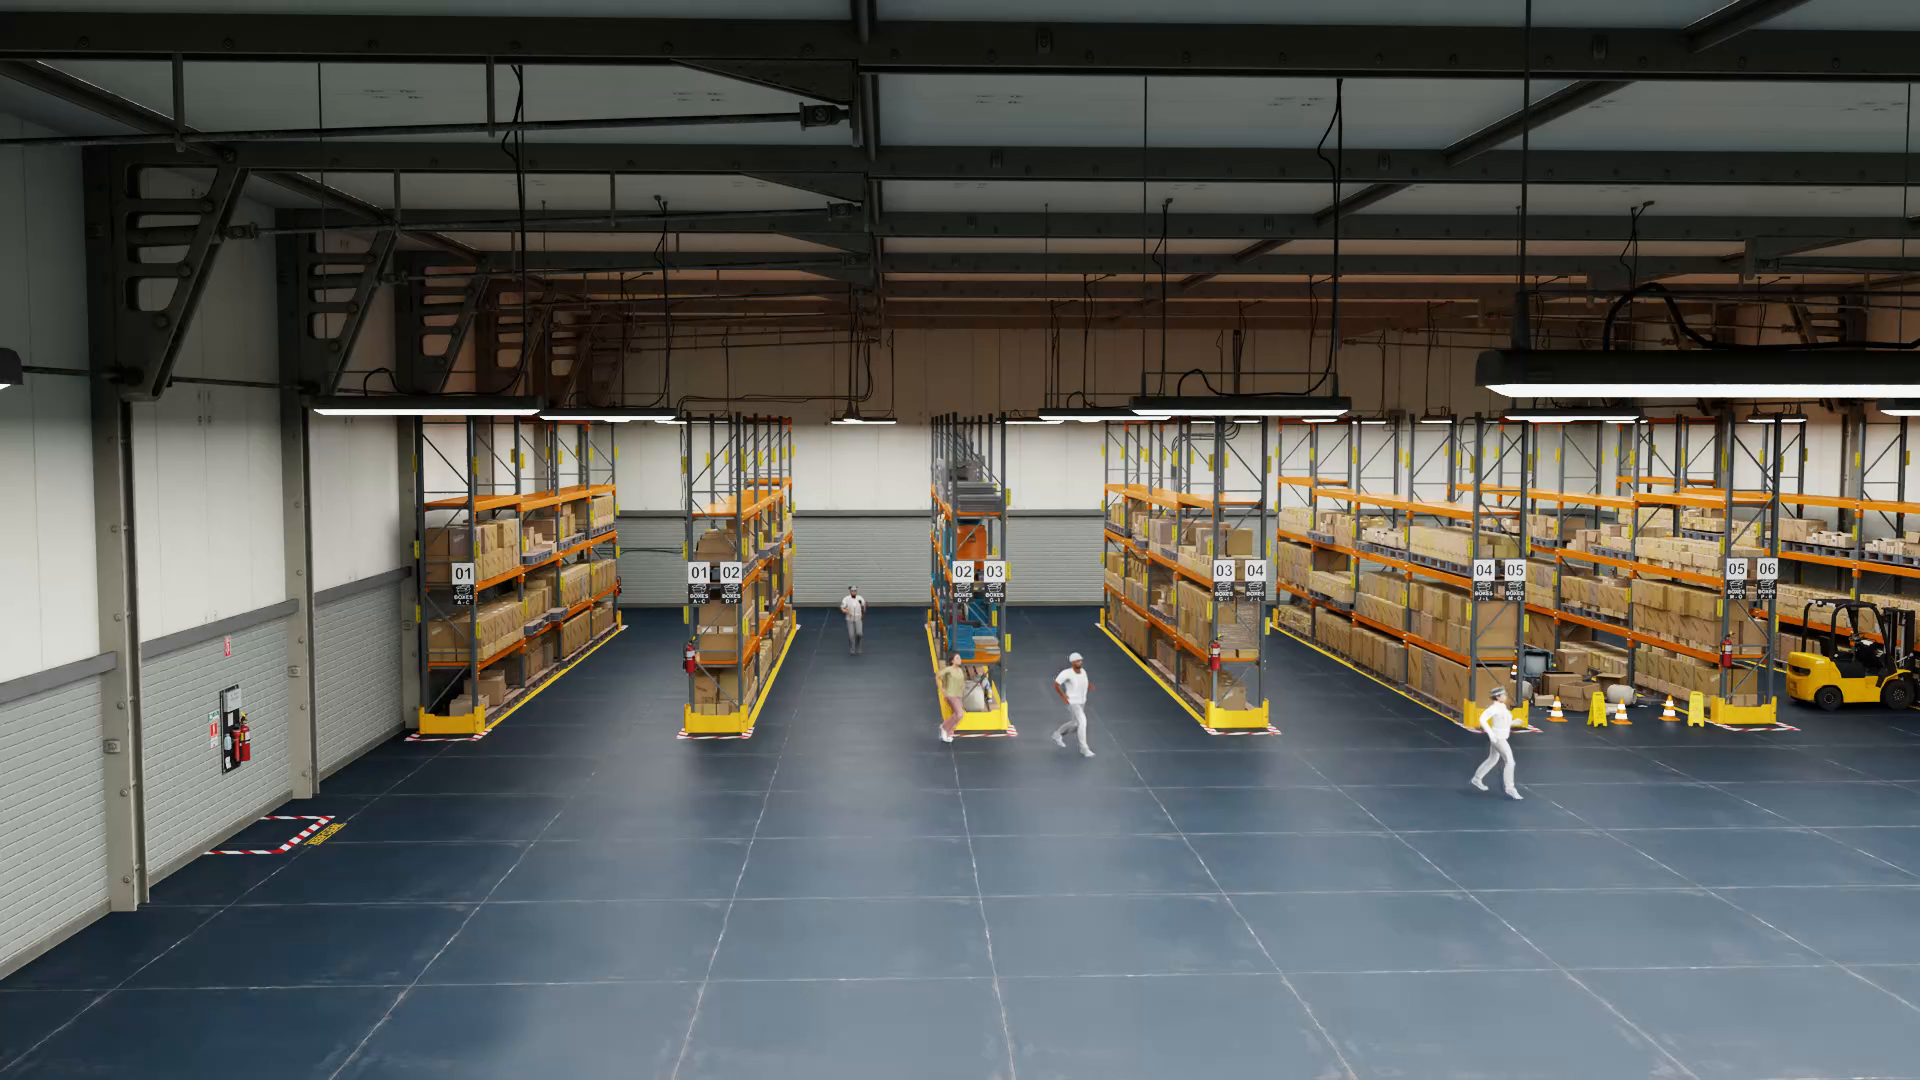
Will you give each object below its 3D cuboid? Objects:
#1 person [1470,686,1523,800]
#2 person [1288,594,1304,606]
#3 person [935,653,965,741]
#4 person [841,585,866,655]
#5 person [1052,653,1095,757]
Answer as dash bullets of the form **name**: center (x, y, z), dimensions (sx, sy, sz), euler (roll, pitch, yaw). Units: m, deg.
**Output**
- **person**: center (8.321, 3.117, 25.746), dimensions (0.808, 1.736, 0.587), euler (2, 4, 26)
- **person**: center (9.904, 1.573, 49.045), dimensions (0.869, 1.604, 0.637), euler (3, 5, 35)
- **person**: center (-0.088, 2.849, 30.209), dimensions (0.551, 1.601, 0.580), euler (3, 5, 36)
- **person**: center (-2.663, 2.010, 41.735), dimensions (0.641, 1.769, 0.675), euler (-1, 4, -8)
- **person**: center (2.015, 2.856, 29.112), dimensions (0.915, 1.780, 0.682), euler (3, 5, 37)
